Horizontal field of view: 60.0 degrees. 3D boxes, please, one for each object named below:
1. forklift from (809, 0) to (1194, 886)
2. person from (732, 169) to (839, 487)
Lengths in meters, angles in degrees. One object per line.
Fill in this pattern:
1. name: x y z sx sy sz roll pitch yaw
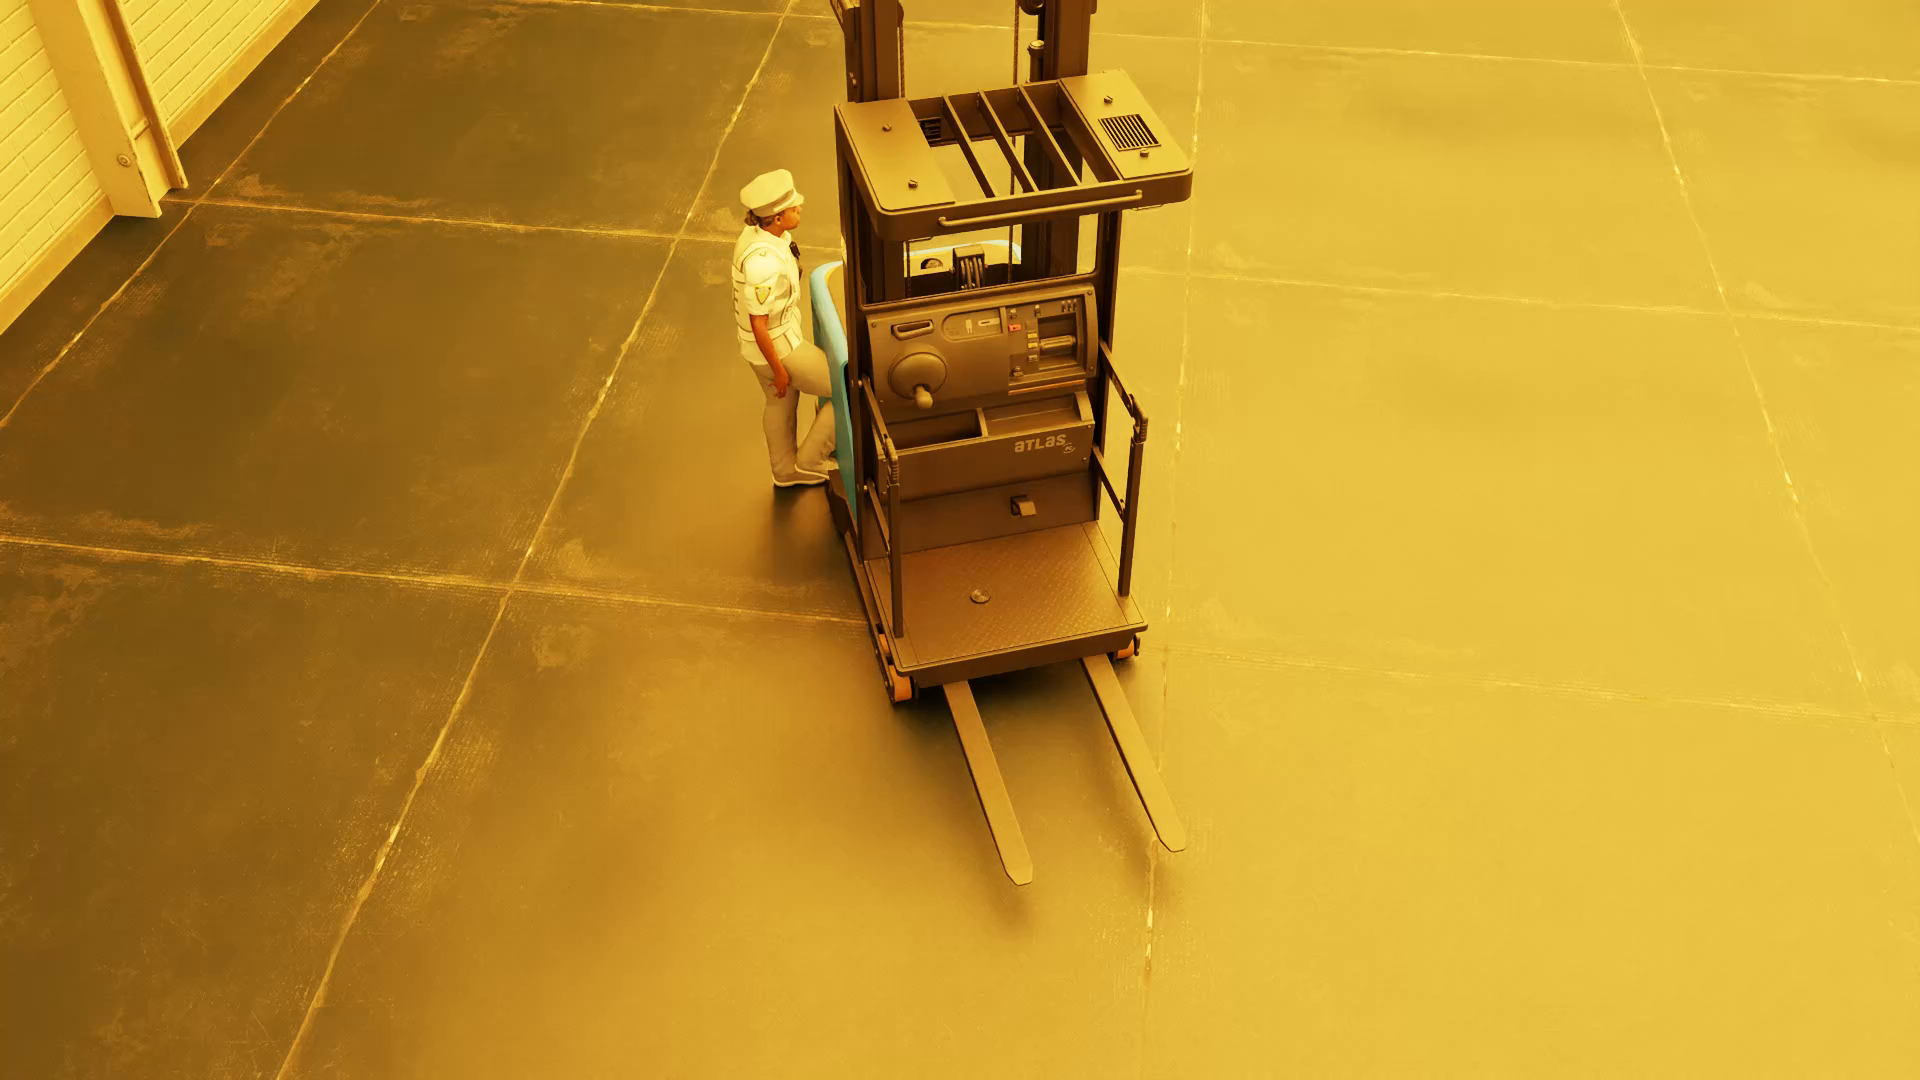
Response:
1. forklift: 0.153 -0.681 6.465 1.130 2.935 3.031 -10 44 -11
2. person: -0.729 -0.891 7.609 0.567 1.677 0.572 -5 43 -5
